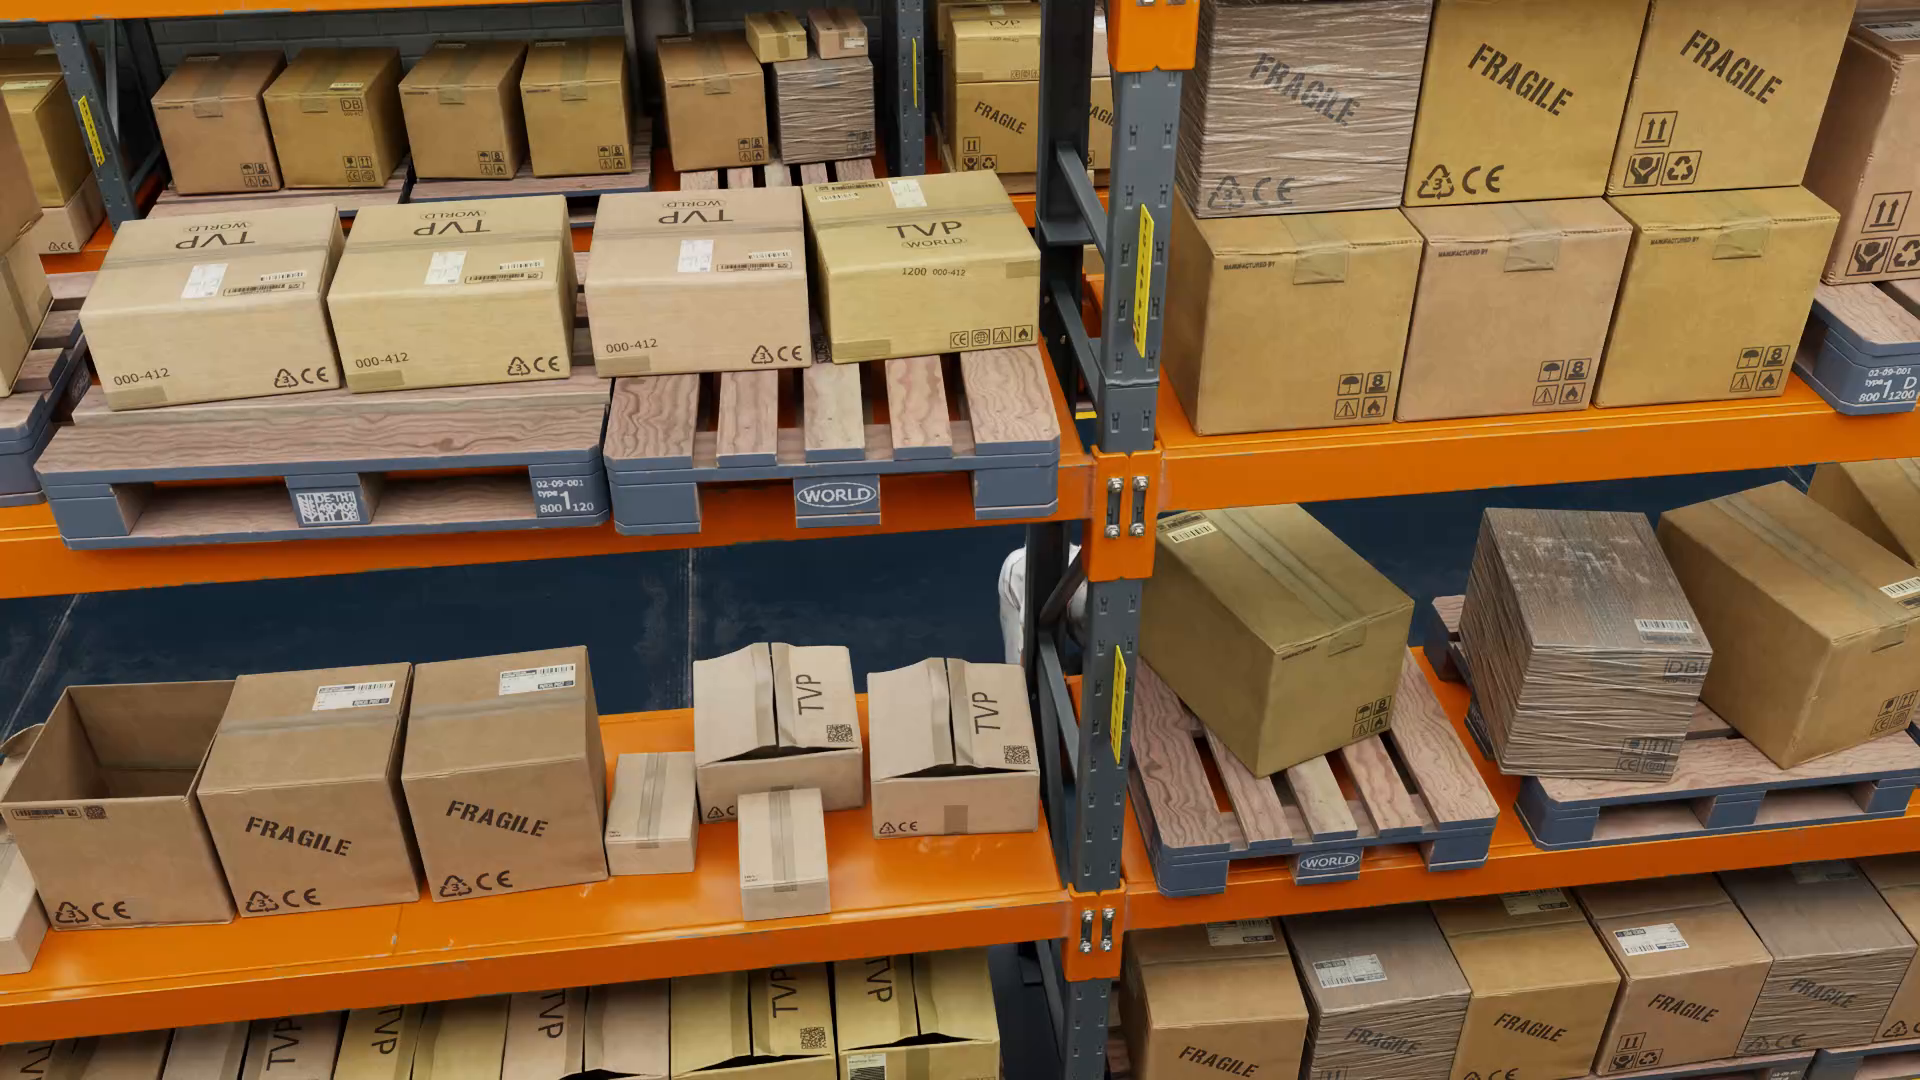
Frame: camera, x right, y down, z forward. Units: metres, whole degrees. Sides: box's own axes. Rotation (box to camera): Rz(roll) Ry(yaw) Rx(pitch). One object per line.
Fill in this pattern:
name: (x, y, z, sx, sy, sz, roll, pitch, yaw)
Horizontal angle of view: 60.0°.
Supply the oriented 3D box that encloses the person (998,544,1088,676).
person: (0.446, 0.385, 7.260, 0.523, 0.907, 0.858, -5, 35, -6)
